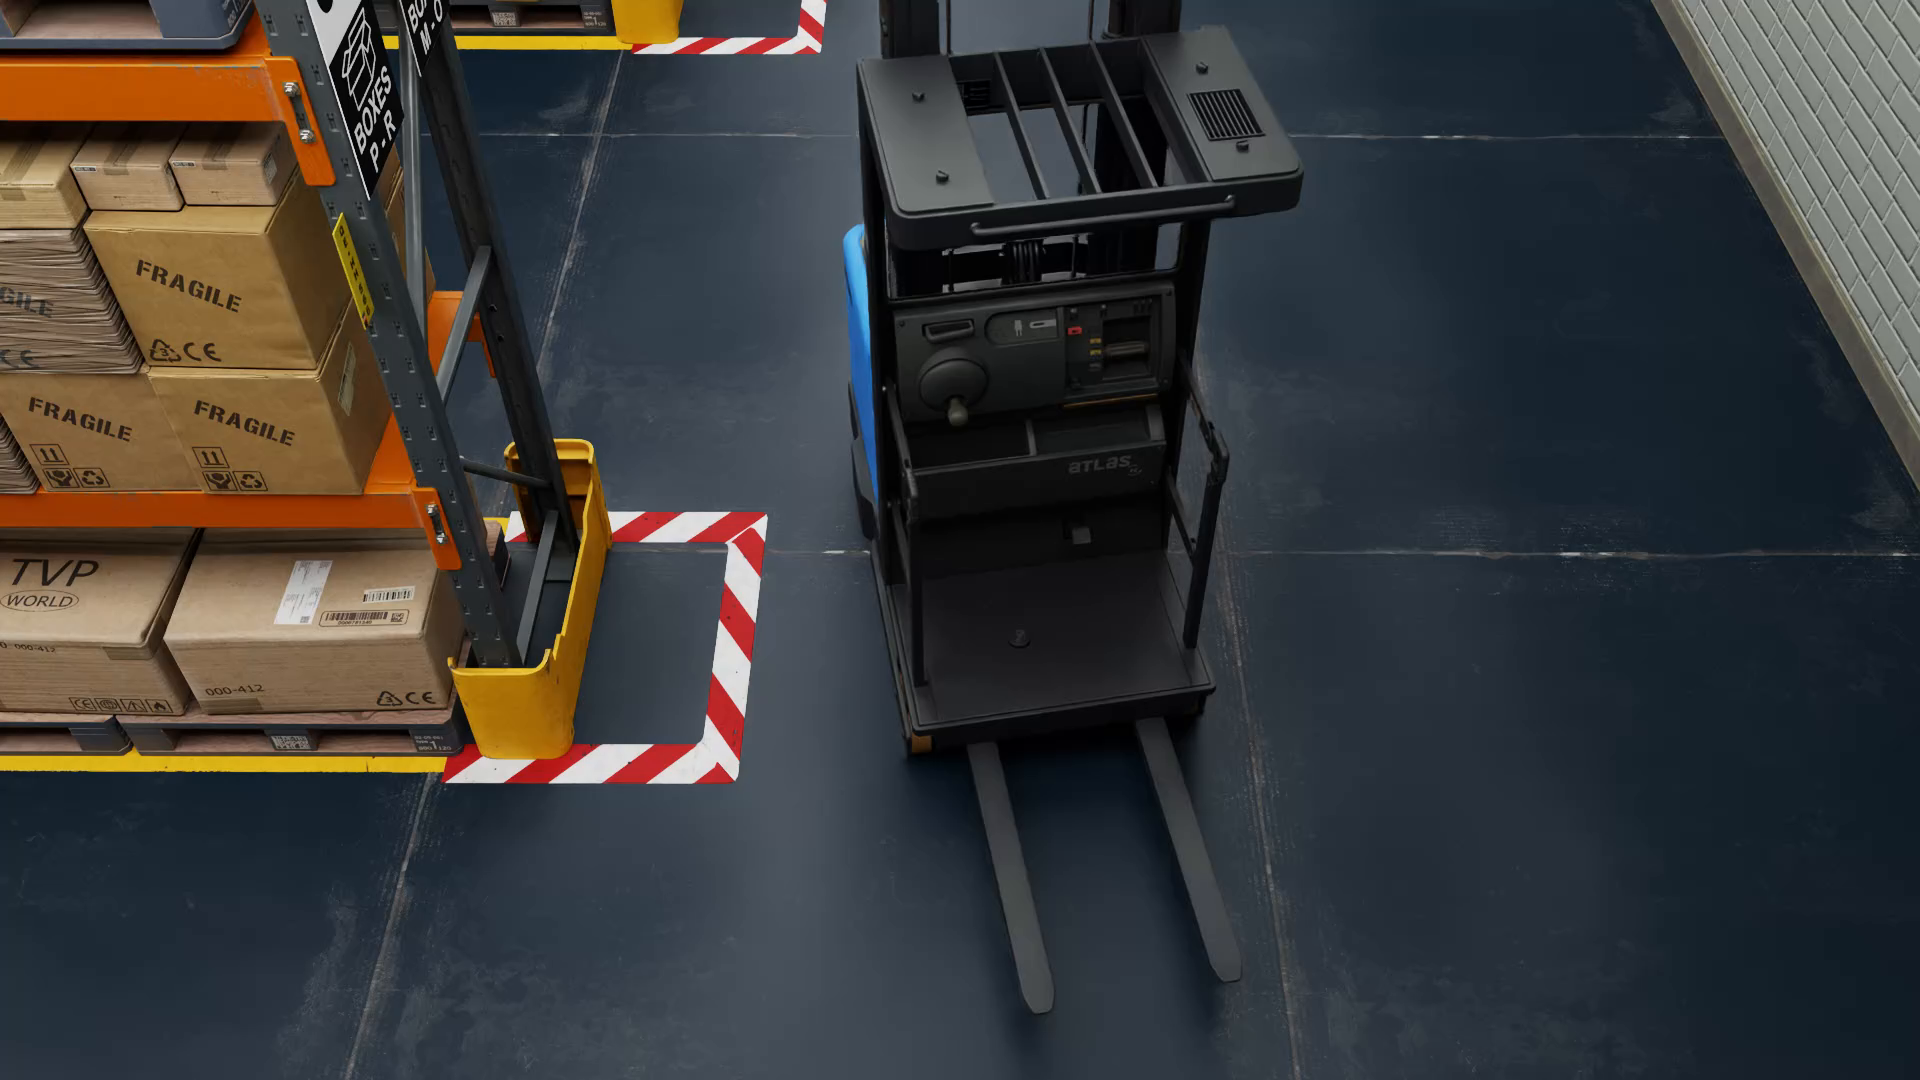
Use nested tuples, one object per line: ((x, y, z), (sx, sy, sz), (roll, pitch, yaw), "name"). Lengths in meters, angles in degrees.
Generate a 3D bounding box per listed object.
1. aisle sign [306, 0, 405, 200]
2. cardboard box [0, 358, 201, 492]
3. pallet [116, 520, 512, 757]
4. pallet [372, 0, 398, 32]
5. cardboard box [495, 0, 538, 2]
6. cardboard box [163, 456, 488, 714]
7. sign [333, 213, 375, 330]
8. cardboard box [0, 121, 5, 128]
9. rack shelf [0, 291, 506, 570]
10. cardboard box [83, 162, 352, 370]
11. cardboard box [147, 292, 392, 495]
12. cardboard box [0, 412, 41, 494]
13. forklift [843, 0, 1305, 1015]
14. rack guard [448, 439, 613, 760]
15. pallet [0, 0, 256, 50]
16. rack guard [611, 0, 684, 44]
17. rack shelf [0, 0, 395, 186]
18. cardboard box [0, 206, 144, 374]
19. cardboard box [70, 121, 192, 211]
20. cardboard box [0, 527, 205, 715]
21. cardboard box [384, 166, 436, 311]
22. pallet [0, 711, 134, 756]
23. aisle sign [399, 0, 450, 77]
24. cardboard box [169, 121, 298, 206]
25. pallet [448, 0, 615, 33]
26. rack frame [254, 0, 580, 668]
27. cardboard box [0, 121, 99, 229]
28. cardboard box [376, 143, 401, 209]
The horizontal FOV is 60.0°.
((-1.554, -1.307, 4.222), (0.004, 0.787, 0.394), (0, 47, 0), "aisle sign")
((-2.610, -0.502, 5.181), (0.500, 0.500, 0.500), (-1, 47, -1), "cardboard box")
((-2.424, 0.357, 6.354), (1.213, 0.211, 1.003), (0, 47, 0), "pallet")
((-3.812, -3.355, 9.810), (1.213, 0.211, 1.003), (0, 47, 0), "pallet")
((-2.492, -3.219, 9.438), (0.250, 0.149, 0.380), (1, 47, 1), "cardboard box")
((-2.285, 0.153, 6.103), (0.875, 0.438, 0.875), (-1, 47, -1), "cardboard box")
((-1.640, -0.726, 4.505), (0.005, 0.325, 0.100), (0, 47, 0), "sign")
((-2.748, -1.051, 4.566), (0.250, 0.149, 0.380), (1, 47, 1), "cardboard box")
((-3.625, -0.408, 5.653), (4.000, 0.370, 1.077), (0, 47, 0), "rack shelf")
((-2.107, -0.850, 4.821), (0.500, 0.500, 0.500), (2, 47, 1), "cardboard box")
((-2.108, -0.490, 5.169), (0.500, 0.500, 0.500), (0, 47, 0), "cardboard box")
((-3.124, -0.496, 5.175), (0.500, 0.500, 0.500), (1, 47, 1), "cardboard box")
((0.291, -0.509, 5.302), (1.130, 2.935, 3.031), (-7, 48, -7), "forklift")
((-1.601, 0.204, 6.300), (0.348, 0.500, 1.175), (0, 47, 0), "rack guard")
((-2.366, -1.634, 4.314), (1.213, 0.211, 1.003), (0, 47, 0), "pallet")
((-1.783, -3.420, 9.673), (0.348, 0.500, 1.175), (0, 47, 0), "rack guard")
((-3.625, -1.430, 4.555), (4.000, 0.370, 1.077), (0, 47, 0), "rack shelf")
((-2.630, -0.830, 4.803), (0.500, 0.500, 0.500), (0, 47, 0), "cardboard box")
((-2.238, -1.081, 4.594), (0.250, 0.149, 0.380), (1, 47, 1), "cardboard box")
((-3.200, 0.157, 6.099), (0.875, 0.438, 0.875), (1, 47, 1), "cardboard box")
((-2.103, -0.894, 5.545), (0.500, 0.500, 0.500), (0, 47, 0), "cardboard box")
((-3.641, 0.352, 6.359), (1.213, 0.211, 1.003), (0, 47, 0), "pallet")
((-1.551, -1.746, 4.631), (0.004, 0.787, 0.394), (0, 47, 0), "aisle sign")
((-1.984, -1.098, 4.609), (0.250, 0.149, 0.380), (1, 47, 1), "cardboard box")
((-2.595, -3.350, 9.805), (1.213, 0.211, 1.003), (0, 47, 0), "pallet")
((-1.625, -0.648, 5.385), (0.127, 3.000, 1.000), (0, 47, 0), "rack frame")
((-2.497, -1.020, 4.537), (0.250, 0.149, 0.380), (0, 47, 0), "cardboard box")
((-2.103, -1.233, 5.178), (0.500, 0.500, 0.500), (-1, 47, -1), "cardboard box")
